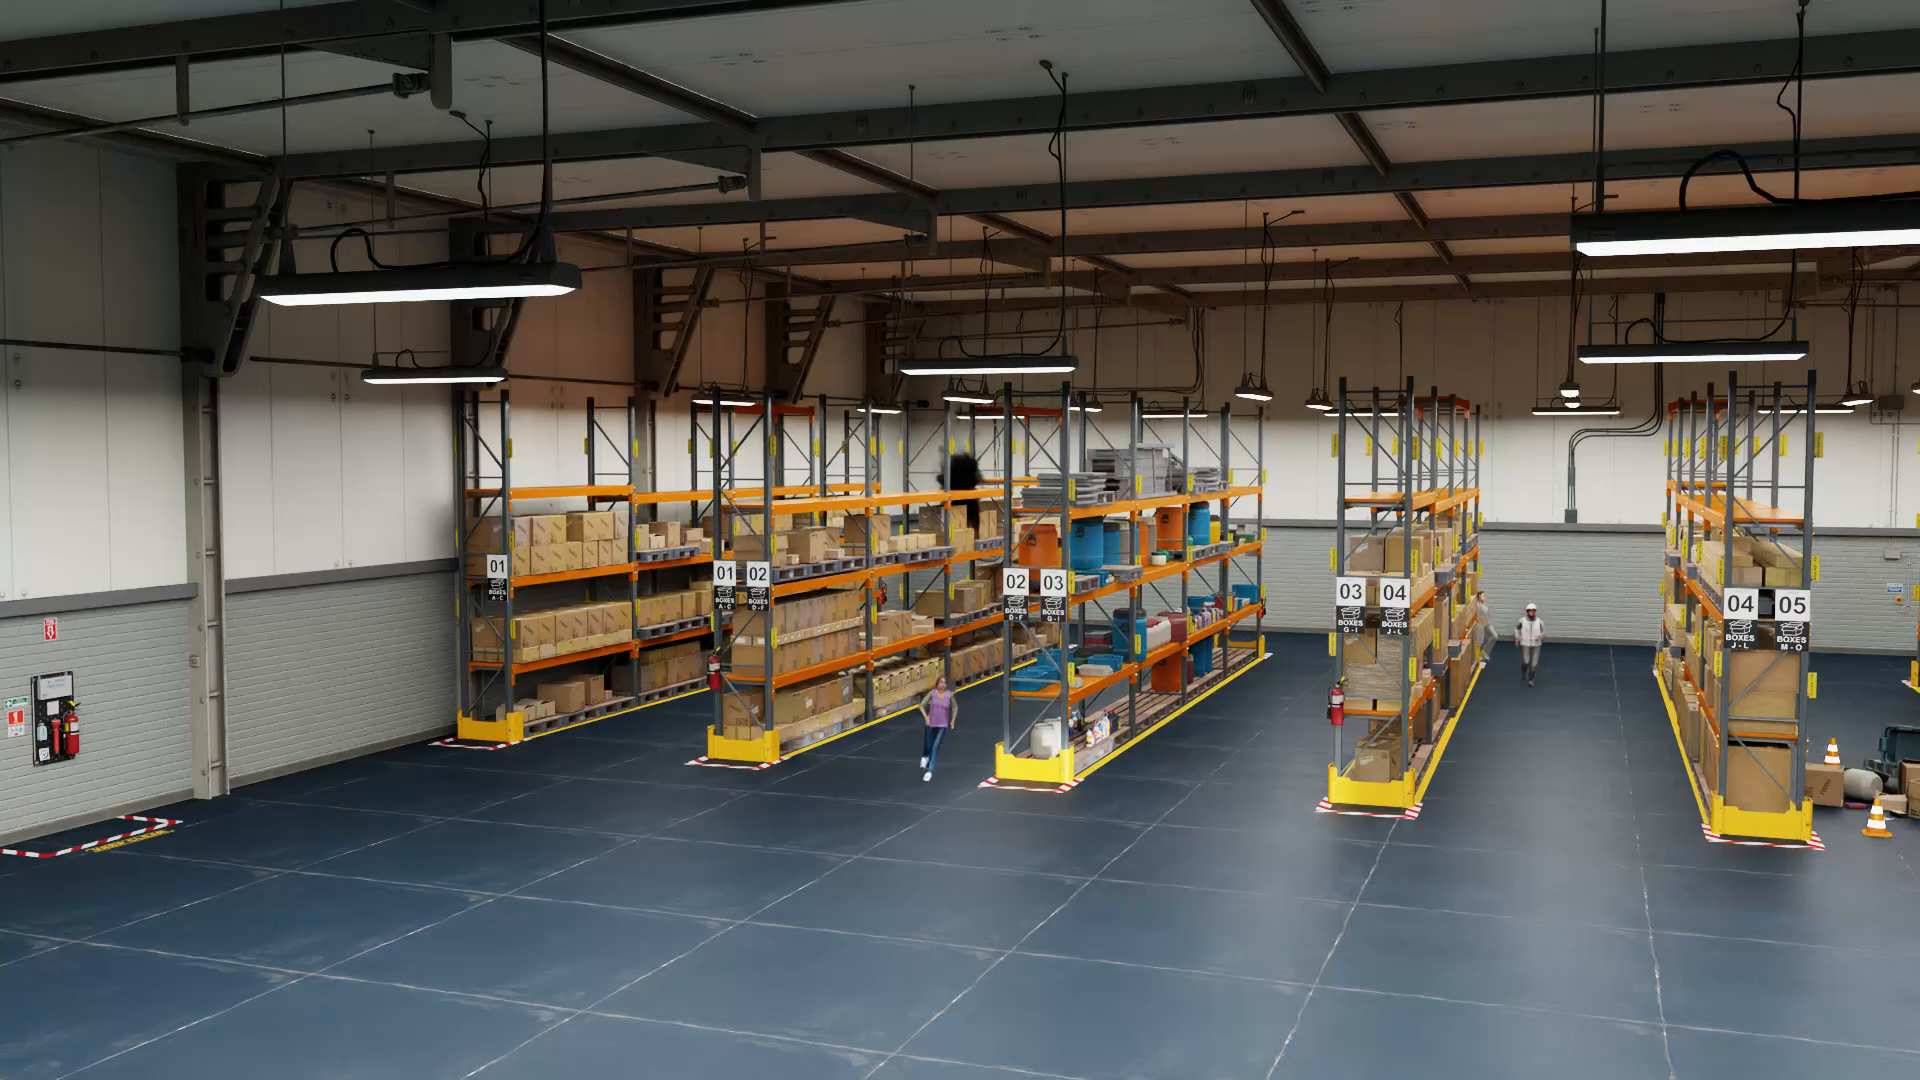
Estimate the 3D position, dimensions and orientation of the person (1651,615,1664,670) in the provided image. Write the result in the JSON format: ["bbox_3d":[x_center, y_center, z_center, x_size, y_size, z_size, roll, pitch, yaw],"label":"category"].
[{"bbox_3d":[16.099,2.121,37.542,0.804,1.741,0.609,-1,3,-11],"label":"person"}]

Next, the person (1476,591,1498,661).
[{"bbox_3d":[12.284,2.025,39.087,0.580,1.646,0.637,-3,4,-44],"label":"person"}]

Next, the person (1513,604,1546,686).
[{"bbox_3d":[11.990,2.209,34.964,0.649,1.728,0.575,1,3,12],"label":"person"}]

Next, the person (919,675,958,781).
[{"bbox_3d":[-0.327,2.832,25.291,0.600,1.547,0.781,0,3,-1],"label":"person"}]
